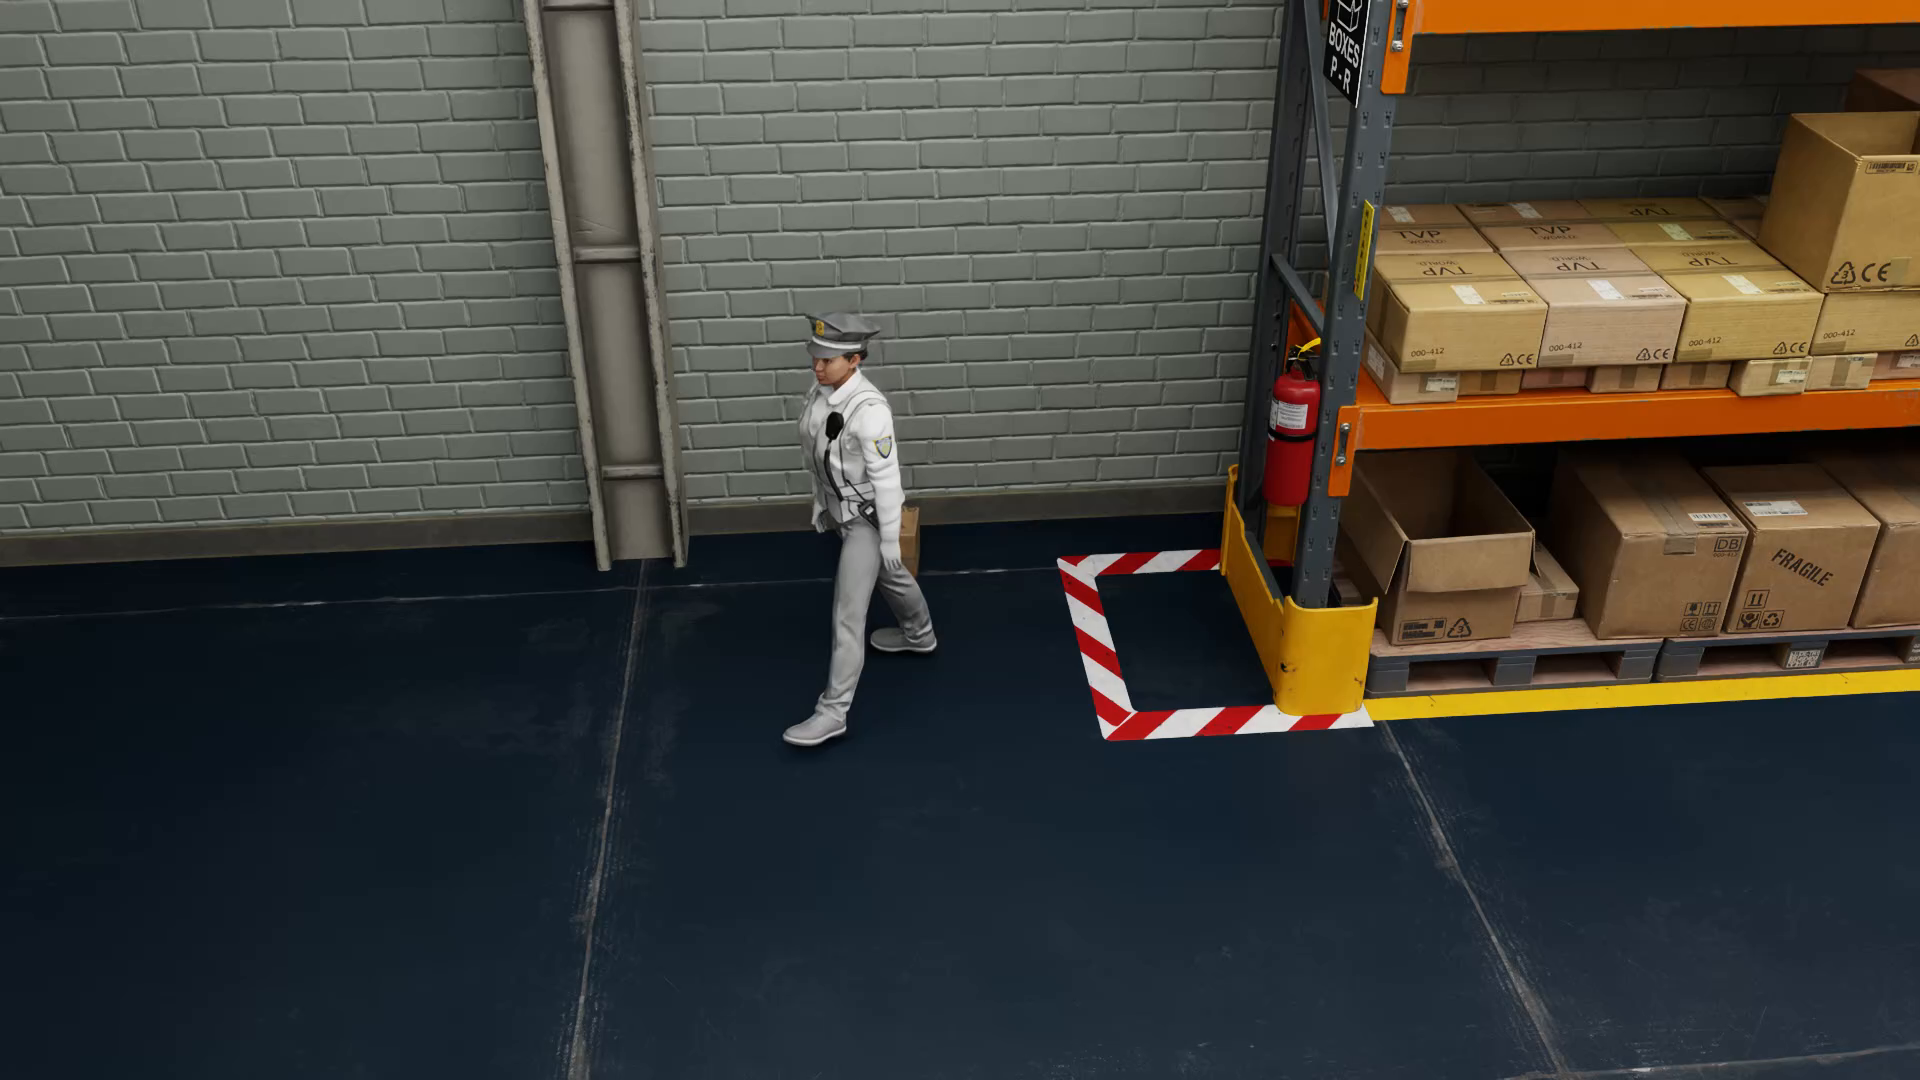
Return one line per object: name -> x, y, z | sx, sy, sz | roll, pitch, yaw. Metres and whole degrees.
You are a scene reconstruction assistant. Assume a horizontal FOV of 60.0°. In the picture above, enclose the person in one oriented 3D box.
person -> -0.411, -0.089, 6.247 | 0.845, 1.641, 0.615 | -16, 35, -24
